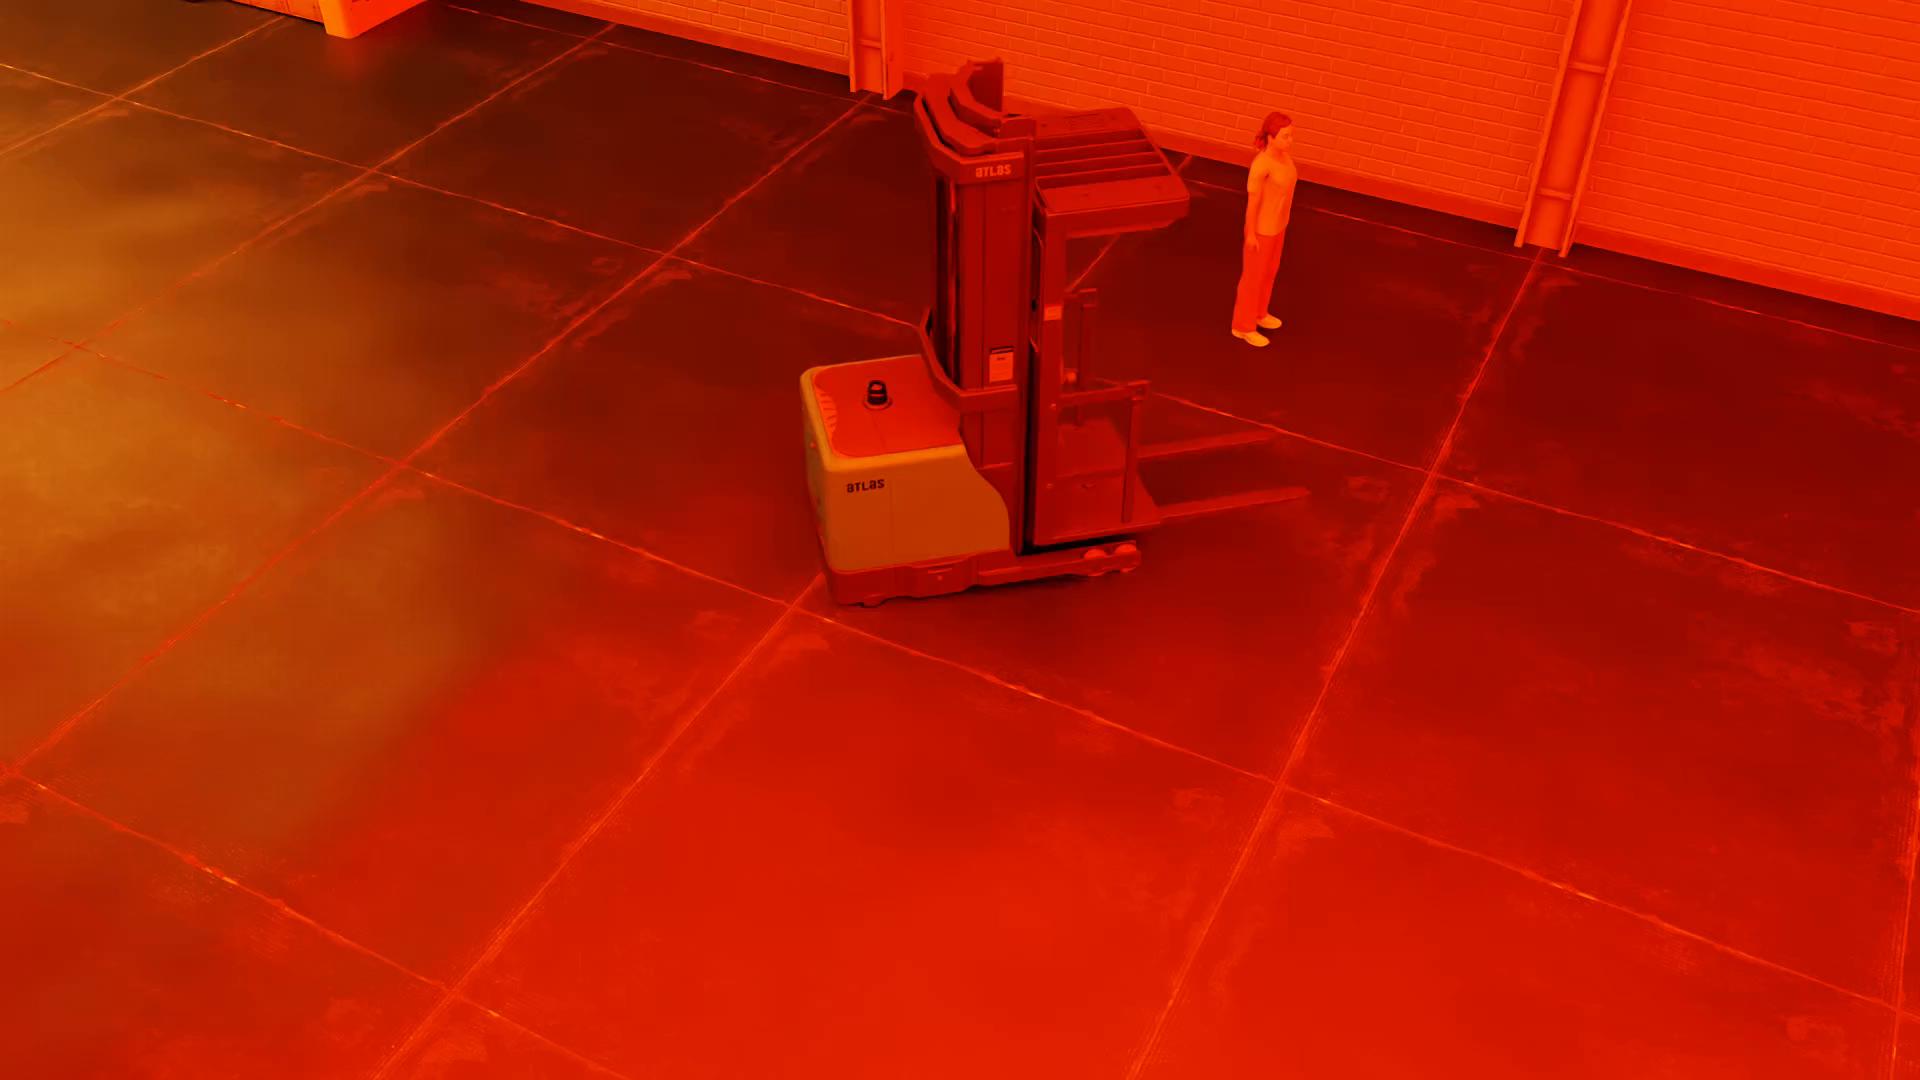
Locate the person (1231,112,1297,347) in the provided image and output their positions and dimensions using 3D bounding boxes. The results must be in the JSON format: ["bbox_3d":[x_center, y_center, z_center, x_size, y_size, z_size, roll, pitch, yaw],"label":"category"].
[{"bbox_3d":[2.133,-2.172,11.542,0.375,1.673,0.453,22,45,24],"label":"person"}]

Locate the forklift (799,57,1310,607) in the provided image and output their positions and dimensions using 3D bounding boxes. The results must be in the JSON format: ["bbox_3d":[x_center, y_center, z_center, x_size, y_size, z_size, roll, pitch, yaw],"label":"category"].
[{"bbox_3d":[0.614,-1.226,9.442,3.031,2.935,1.130,-8,41,-10],"label":"forklift"}]
